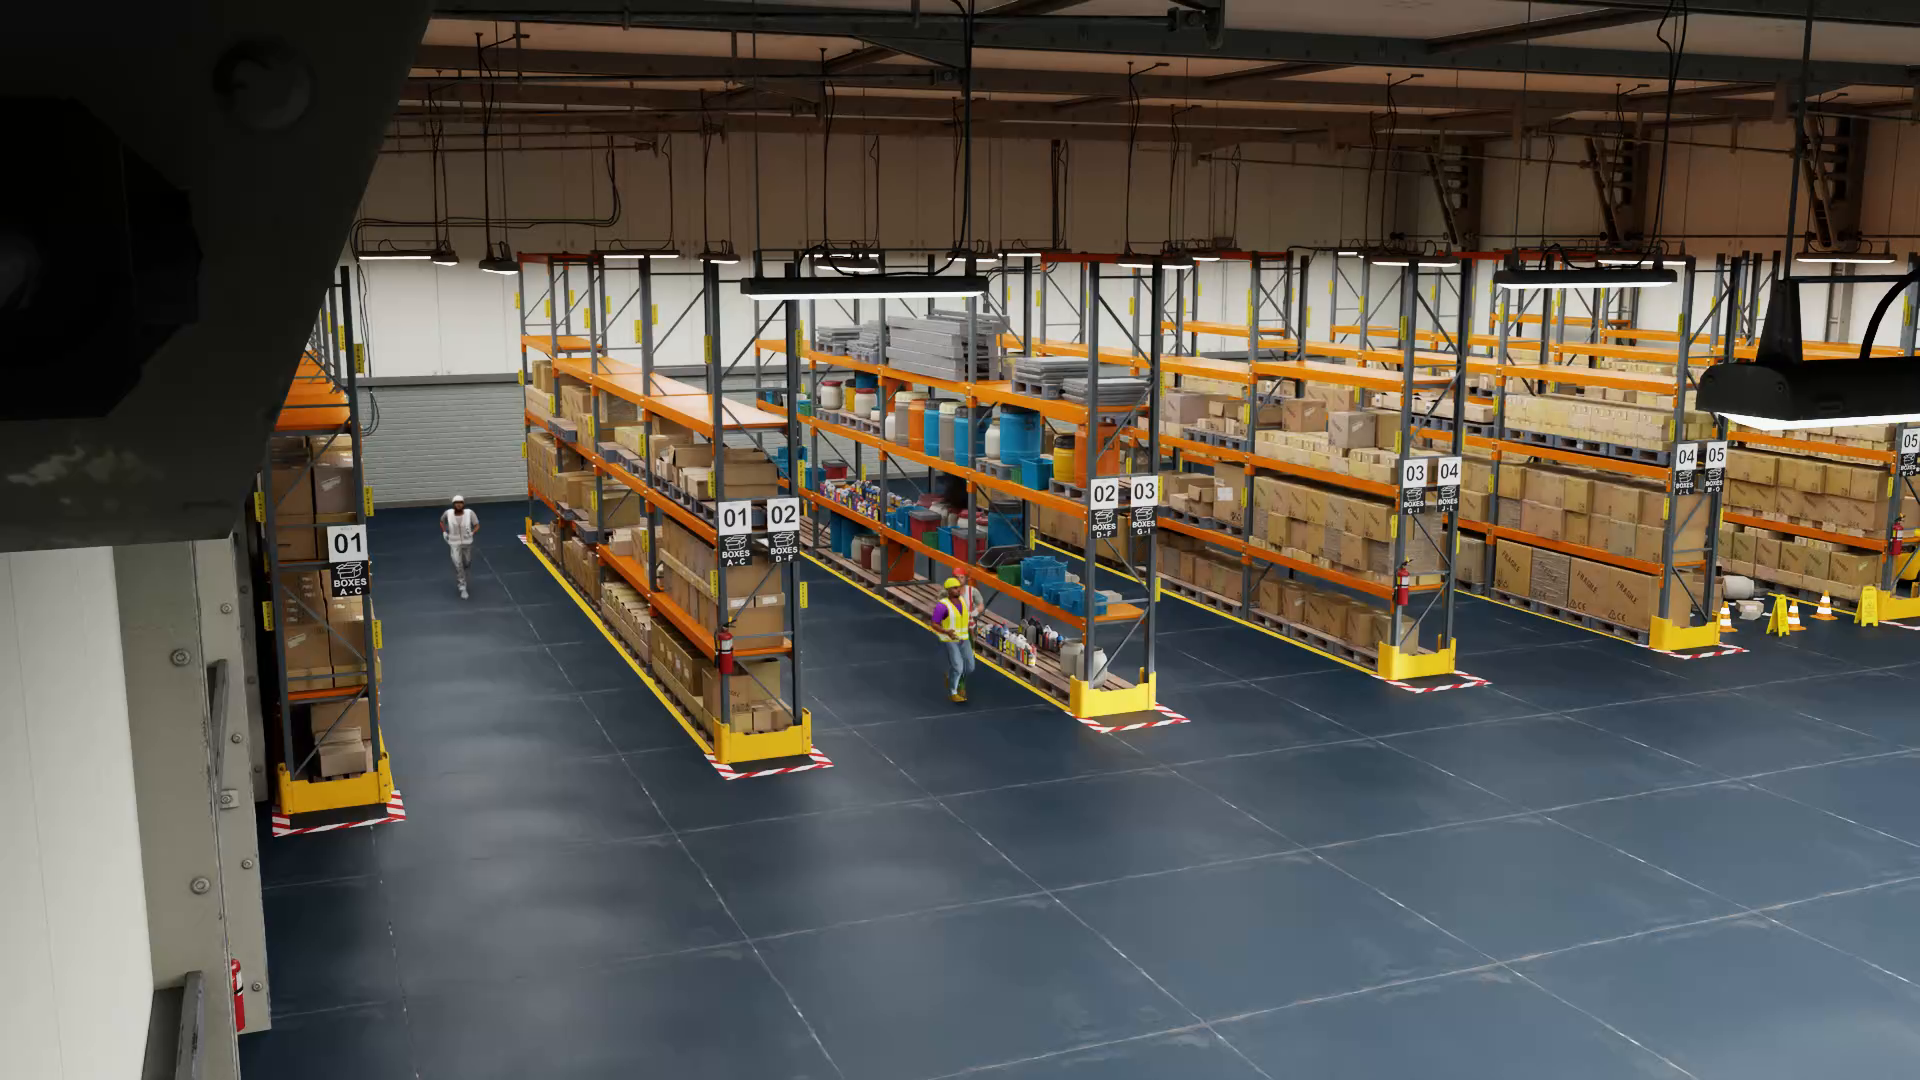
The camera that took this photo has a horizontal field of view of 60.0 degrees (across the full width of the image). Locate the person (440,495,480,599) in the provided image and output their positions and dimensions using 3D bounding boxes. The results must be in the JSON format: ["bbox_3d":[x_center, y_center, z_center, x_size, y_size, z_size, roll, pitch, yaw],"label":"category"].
[{"bbox_3d":[-8.920,0.078,29.760,0.649,1.791,1.156,-5,12,-26],"label":"person"}]

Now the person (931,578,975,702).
[{"bbox_3d":[-0.066,1.364,22.799,0.695,1.719,0.600,-9,14,-42],"label":"person"}]

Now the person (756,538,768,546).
[{"bbox_3d":[-3.288,0.439,28.044,0.601,1.644,0.648,-6,12,-31],"label":"person"}]

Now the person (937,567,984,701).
[{"bbox_3d":[0.025,1.252,23.195,0.634,1.803,0.929,-2,11,-11],"label":"person"}]
